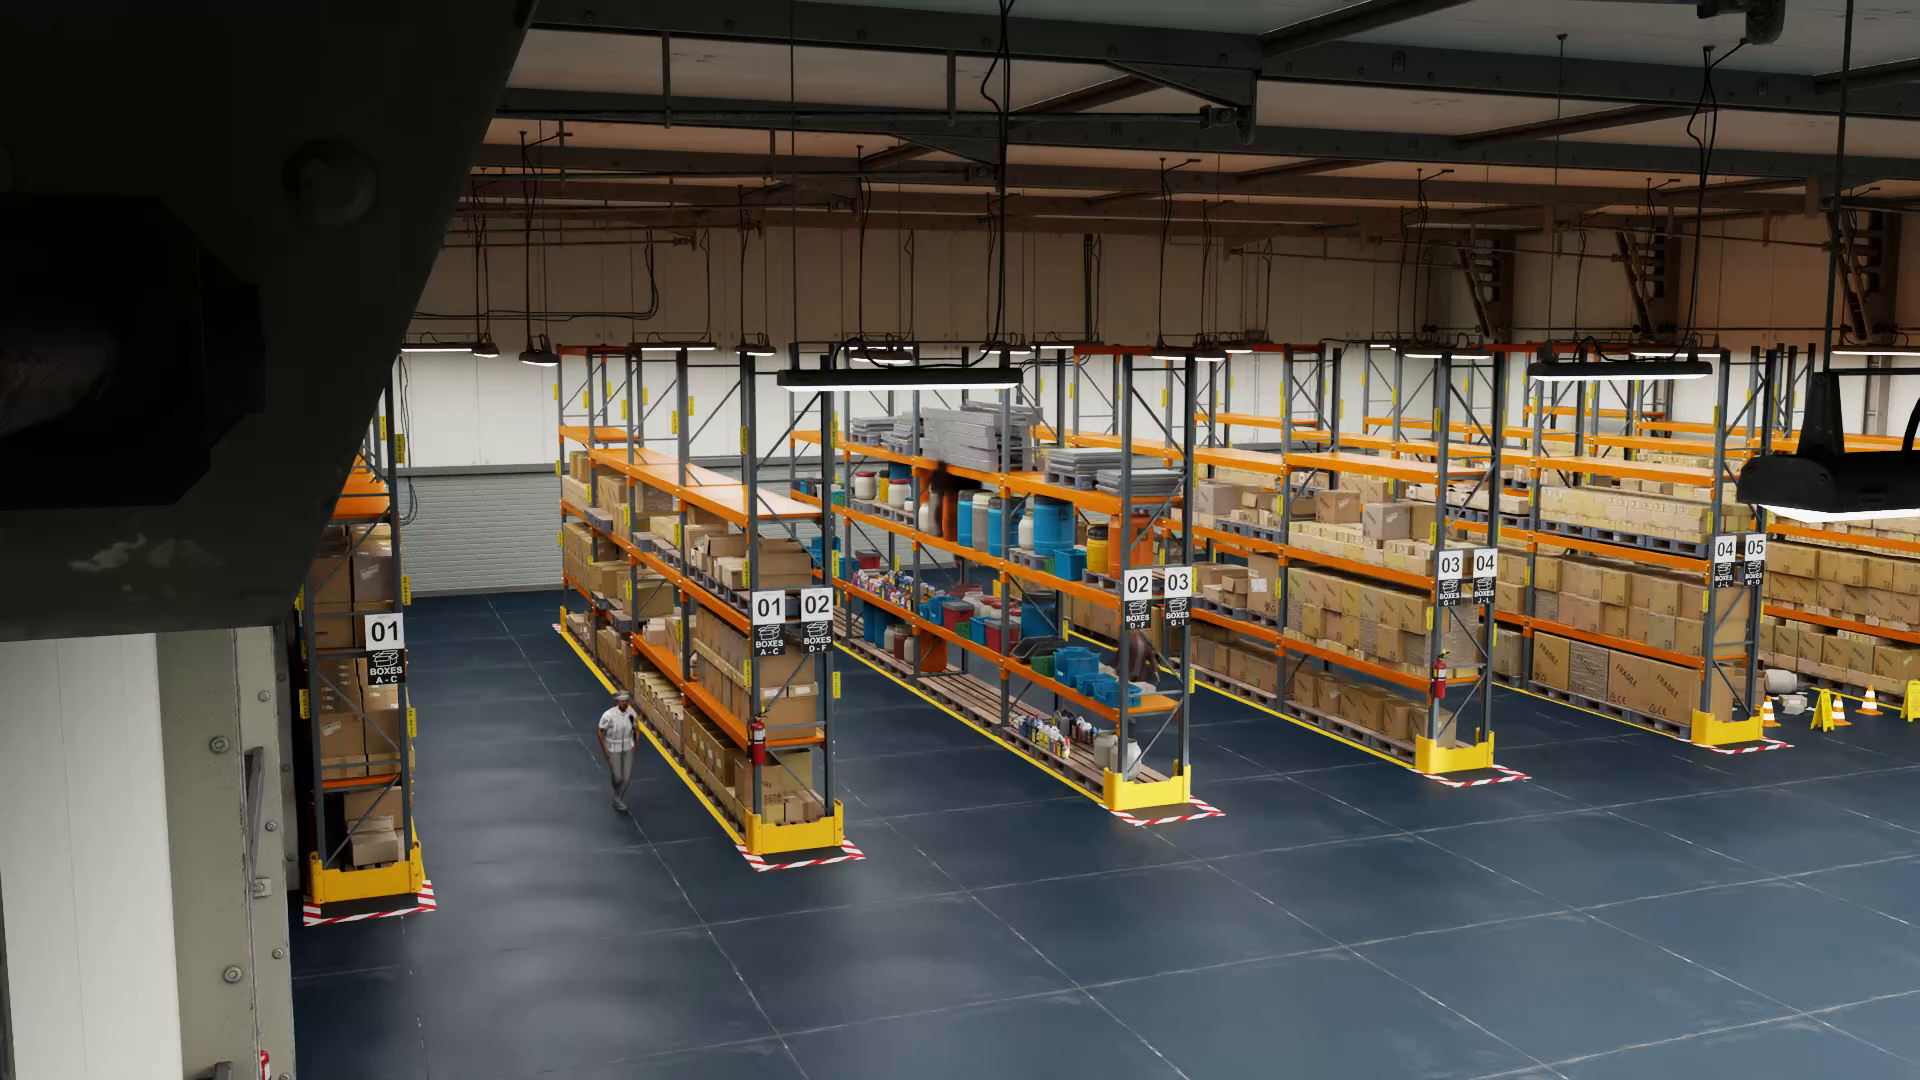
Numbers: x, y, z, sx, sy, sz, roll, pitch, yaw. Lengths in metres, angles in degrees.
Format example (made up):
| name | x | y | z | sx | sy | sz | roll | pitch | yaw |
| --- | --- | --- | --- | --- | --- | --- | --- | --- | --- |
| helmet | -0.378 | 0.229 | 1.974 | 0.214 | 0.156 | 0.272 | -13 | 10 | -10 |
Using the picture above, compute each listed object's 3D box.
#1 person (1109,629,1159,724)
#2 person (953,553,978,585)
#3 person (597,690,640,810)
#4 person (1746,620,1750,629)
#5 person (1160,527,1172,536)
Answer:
| name | x | y | z | sx | sy | sz | roll | pitch | yaw |
| --- | --- | --- | --- | --- | --- | --- | --- | --- | --- |
| person | 2.777 | 2.115 | 26.529 | 0.698 | 1.686 | 0.694 | -3 | 8 | -21 |
| person | 0.083 | 0.542 | 39.041 | 0.621 | 1.715 | 0.666 | -5 | 9 | -33 |
| person | -4.505 | 2.749 | 21.986 | 0.580 | 1.628 | 0.525 | -3 | 8 | -25 |
| person | 15.805 | 1.285 | 33.346 | 0.574 | 1.623 | 0.561 | -5 | 9 | -32 |
| person | 4.783 | 0.472 | 39.417 | 0.695 | 1.733 | 0.843 | -3 | 8 | -21 |
